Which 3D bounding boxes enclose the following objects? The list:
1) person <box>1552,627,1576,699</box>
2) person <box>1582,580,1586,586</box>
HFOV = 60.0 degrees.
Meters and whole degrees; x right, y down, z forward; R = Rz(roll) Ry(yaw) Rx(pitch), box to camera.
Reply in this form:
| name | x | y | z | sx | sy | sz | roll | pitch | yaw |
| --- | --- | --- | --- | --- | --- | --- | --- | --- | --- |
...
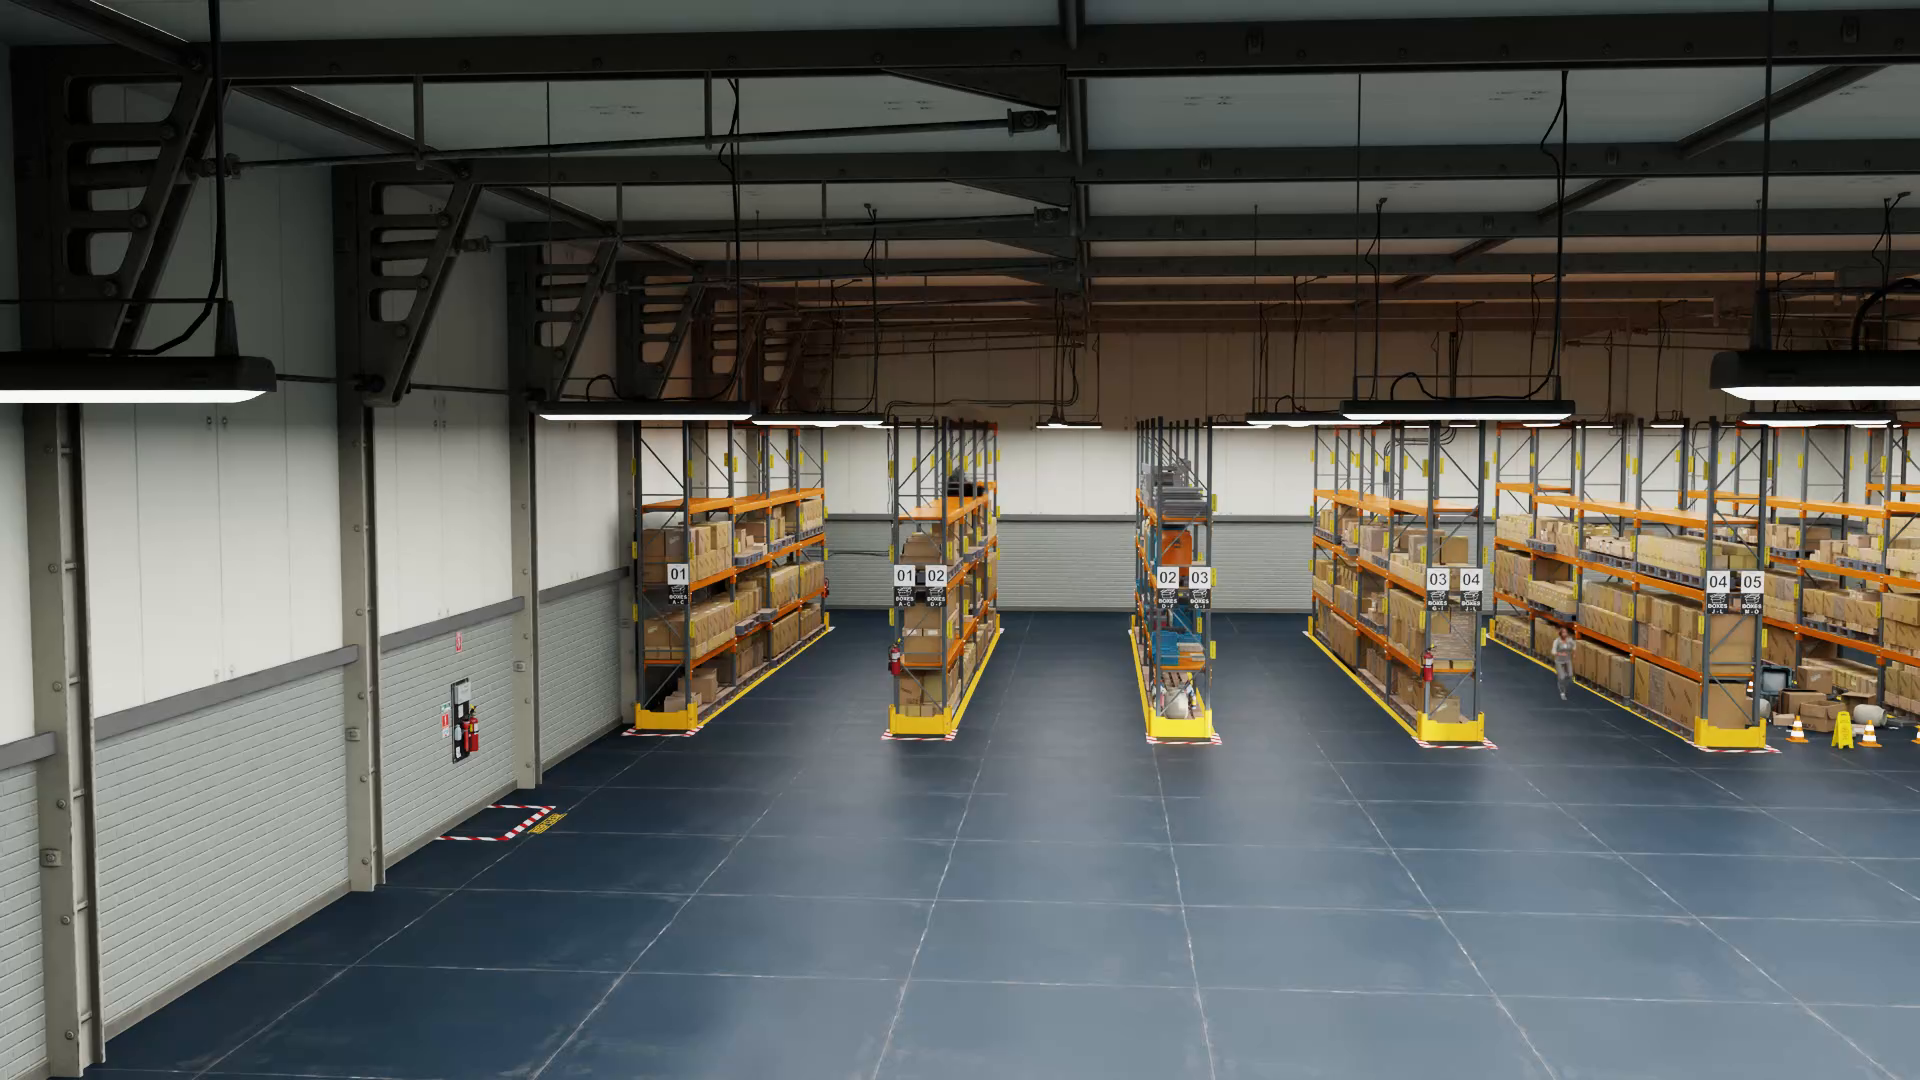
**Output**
| name | x | y | z | sx | sy | sz | roll | pitch | yaw |
| --- | --- | --- | --- | --- | --- | --- | --- | --- | --- |
| person | 12.914 | 2.634 | 35.481 | 0.578 | 1.547 | 0.621 | 0 | 4 | 2 |
| person | 16.757 | 1.929 | 44.839 | 0.678 | 1.733 | 0.620 | 0 | 4 | 0 |
